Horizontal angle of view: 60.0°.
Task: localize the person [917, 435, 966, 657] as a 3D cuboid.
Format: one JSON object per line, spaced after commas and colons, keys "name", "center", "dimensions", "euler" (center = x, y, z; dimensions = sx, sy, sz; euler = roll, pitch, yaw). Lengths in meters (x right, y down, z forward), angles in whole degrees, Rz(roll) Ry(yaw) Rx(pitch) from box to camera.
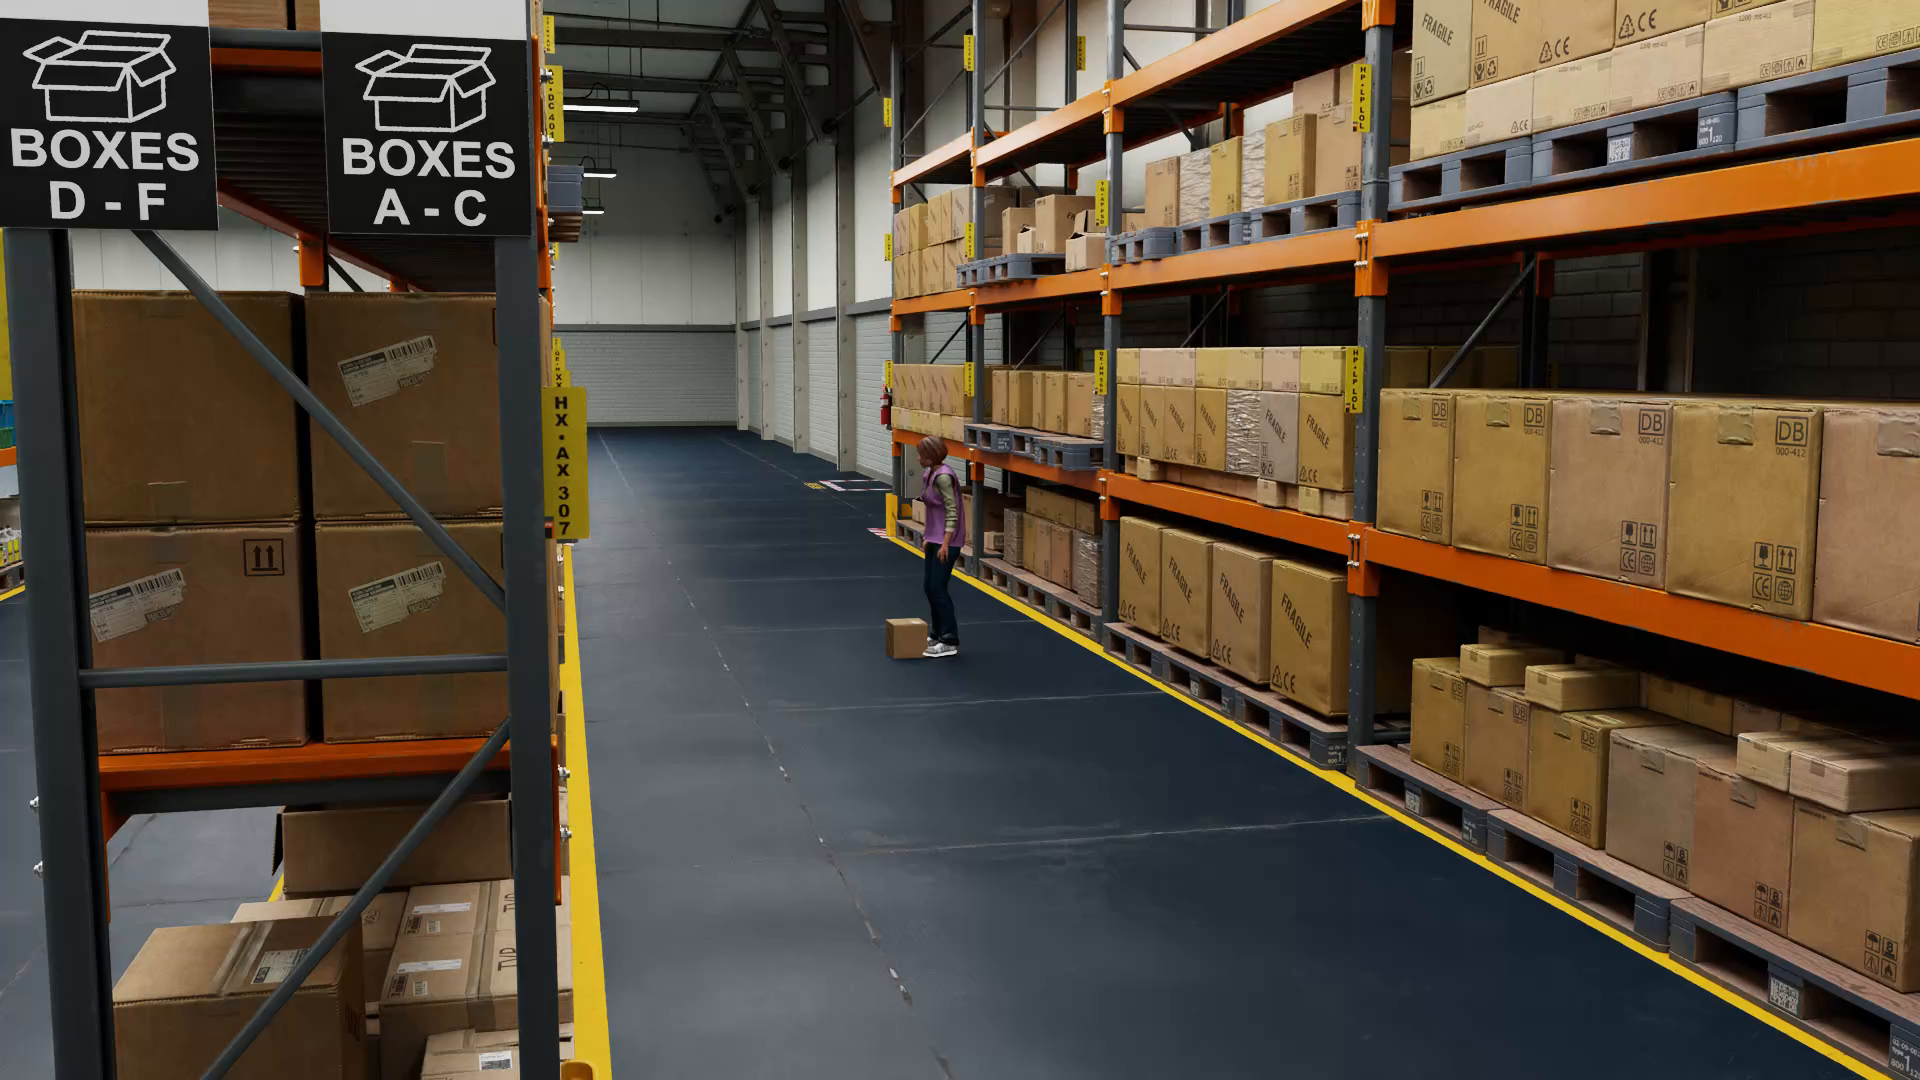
{"name": "person", "center": [-0.149, 0.044, 12.030], "dimensions": [0.343, 1.581, 0.485], "euler": [-2, 7, -17]}
